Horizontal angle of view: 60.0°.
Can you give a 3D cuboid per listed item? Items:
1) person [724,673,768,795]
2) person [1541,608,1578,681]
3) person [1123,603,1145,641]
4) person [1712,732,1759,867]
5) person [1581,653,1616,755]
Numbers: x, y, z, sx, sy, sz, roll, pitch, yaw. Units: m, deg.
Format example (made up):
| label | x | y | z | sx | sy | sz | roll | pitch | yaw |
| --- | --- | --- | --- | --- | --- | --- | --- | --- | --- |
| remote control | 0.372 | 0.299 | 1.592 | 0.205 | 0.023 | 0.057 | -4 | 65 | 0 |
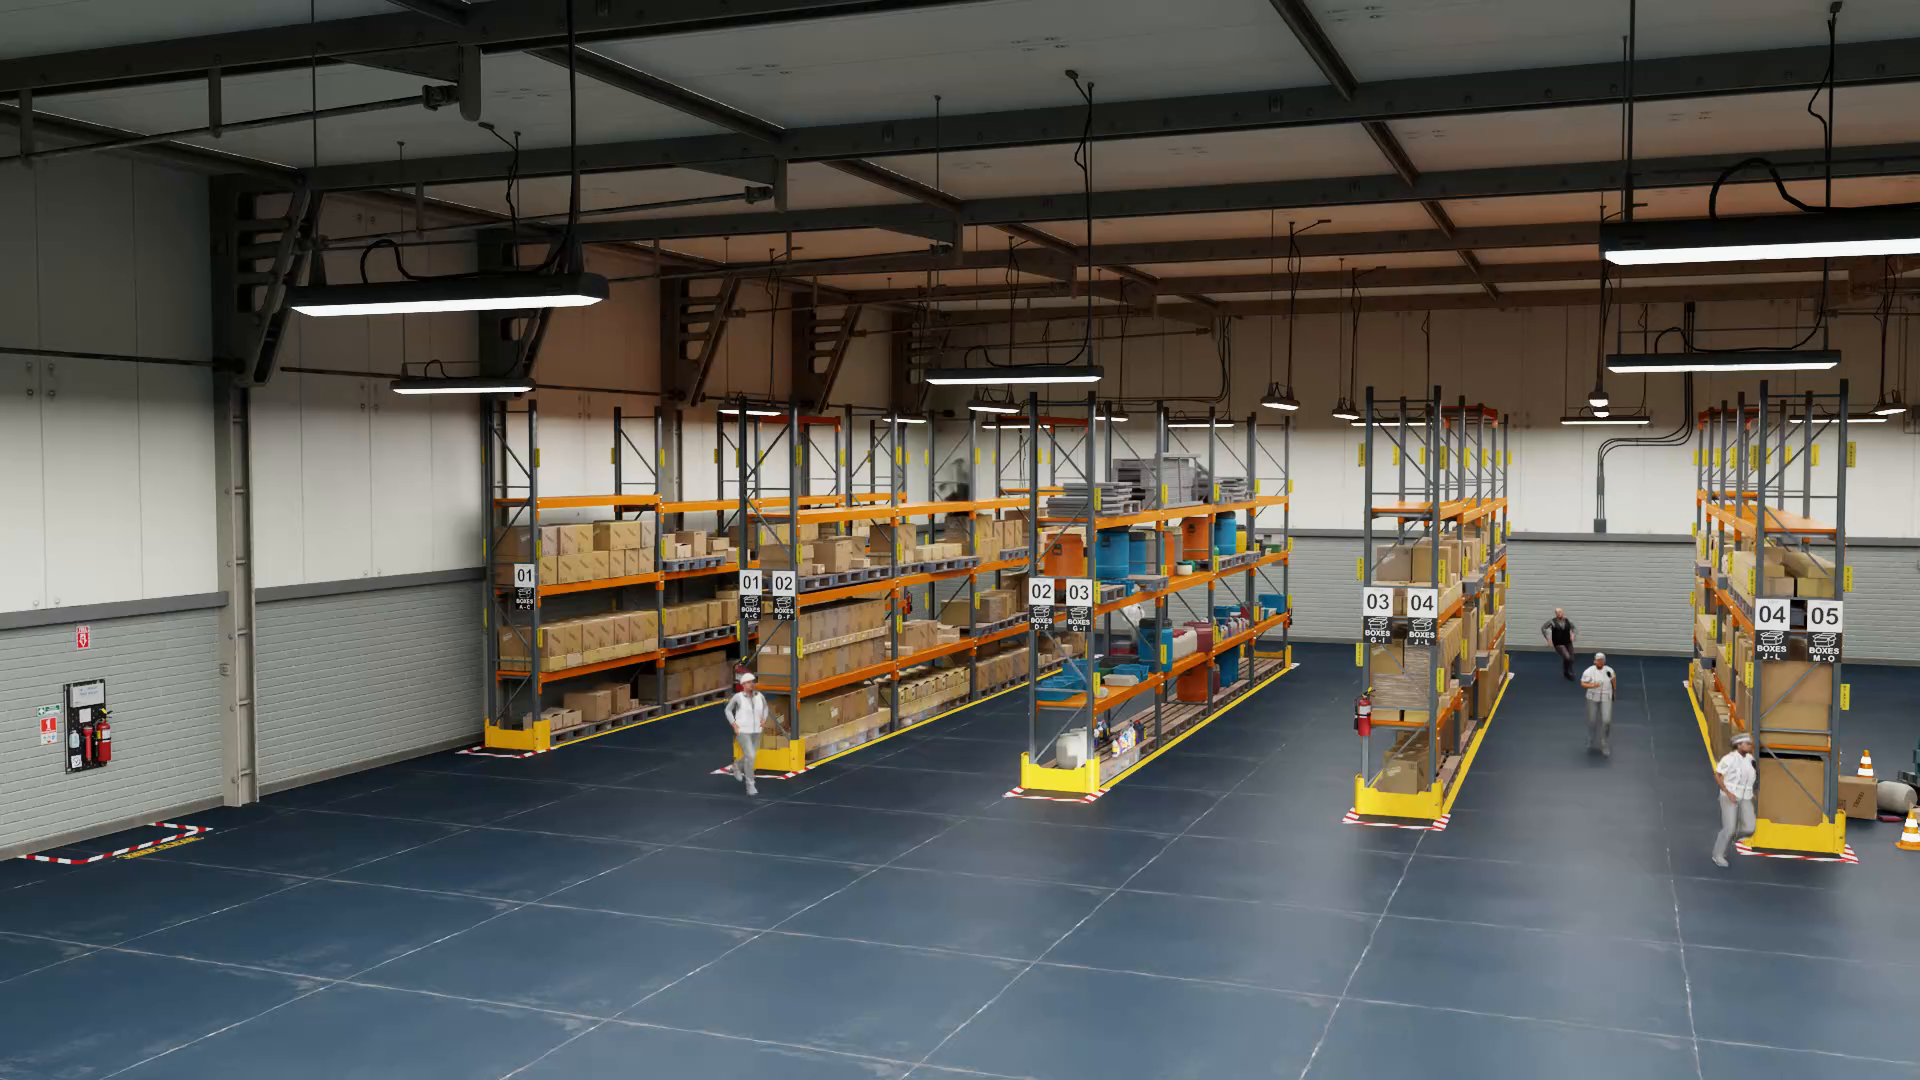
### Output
| label | x | y | z | sx | sy | sz | roll | pitch | yaw |
| --- | --- | --- | --- | --- | --- | --- | --- | --- | --- |
| person | -3.204 | 2.888 | 25.036 | 0.669 | 1.799 | 0.834 | -2 | 4 | -37 |
| person | 13.541 | 2.354 | 37.396 | 0.787 | 1.650 | 0.696 | 0 | 3 | -7 |
| person | 4.283 | 2.144 | 40.774 | 0.602 | 1.691 | 0.854 | 0 | 3 | -5 |
| person | 9.608 | 3.186 | 20.486 | 0.636 | 1.647 | 0.482 | -1 | 3 | -14 |
| person | 10.877 | 2.776 | 28.331 | 0.595 | 1.738 | 0.795 | 1 | 3 | 16 |
